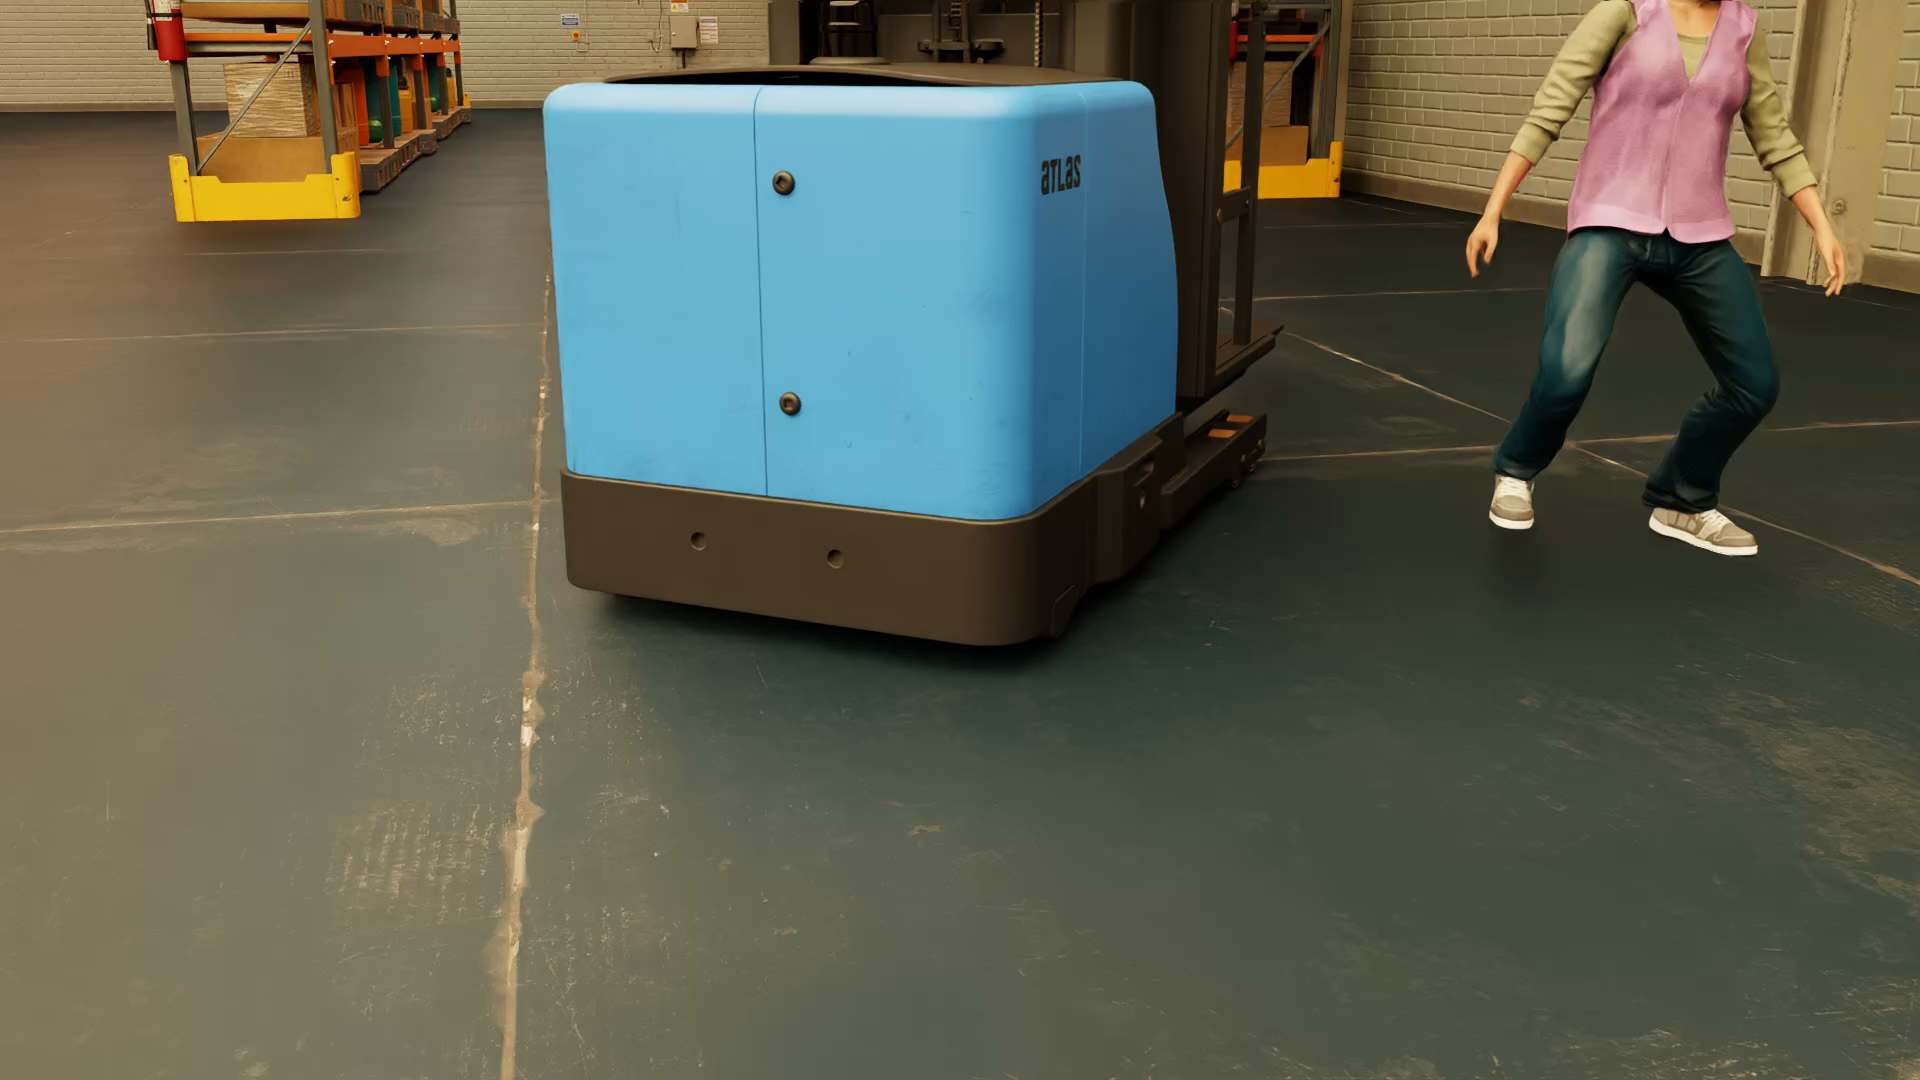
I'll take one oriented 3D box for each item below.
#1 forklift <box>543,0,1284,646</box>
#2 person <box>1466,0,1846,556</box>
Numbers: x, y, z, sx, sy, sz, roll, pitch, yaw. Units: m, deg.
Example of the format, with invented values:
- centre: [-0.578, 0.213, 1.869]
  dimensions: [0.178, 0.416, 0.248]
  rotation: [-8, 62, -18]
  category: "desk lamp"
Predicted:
- centre: [0.215, -1.583, 4.197]
  dimensions: [1.130, 2.935, 3.031]
  rotation: [7, 18, 22]
  category: "forklift"
- centre: [1.527, -0.668, 3.669]
  dimensions: [0.775, 1.499, 0.486]
  rotation: [1, 17, 3]
  category: "person"
